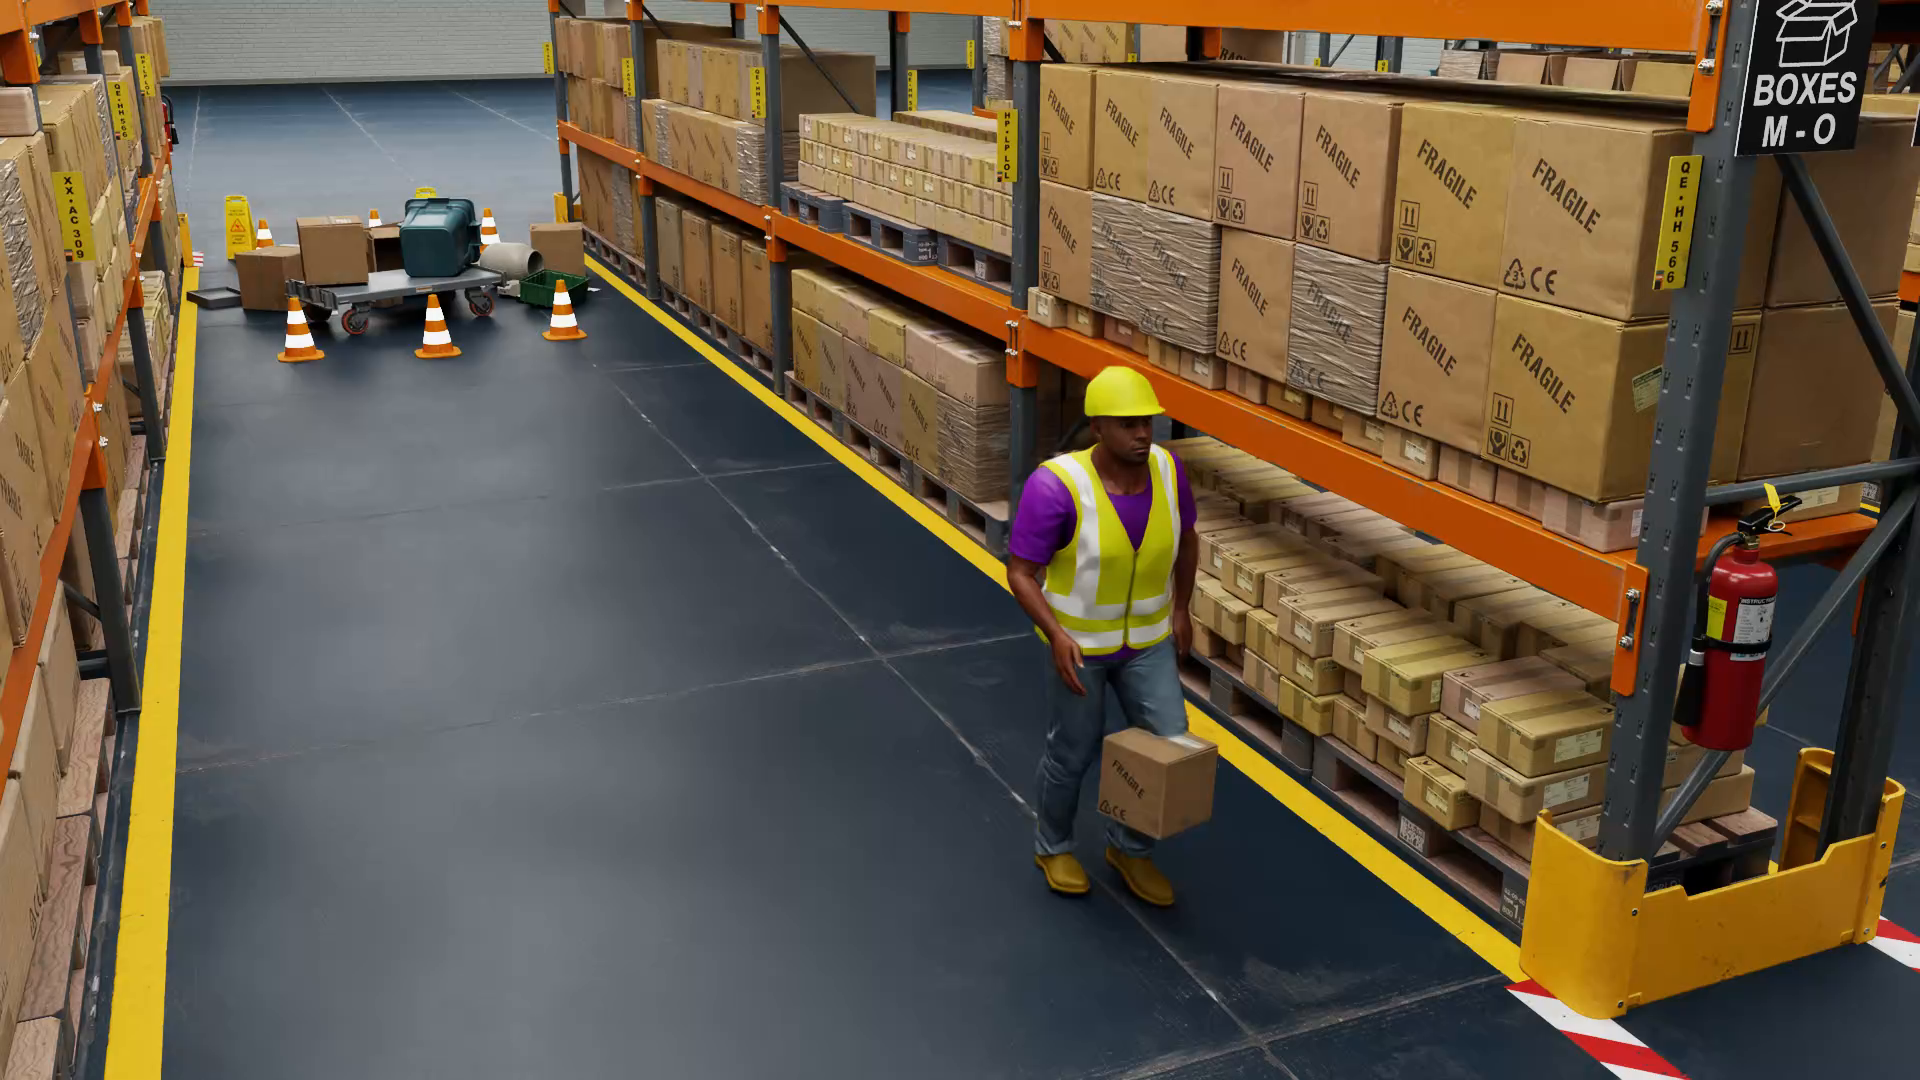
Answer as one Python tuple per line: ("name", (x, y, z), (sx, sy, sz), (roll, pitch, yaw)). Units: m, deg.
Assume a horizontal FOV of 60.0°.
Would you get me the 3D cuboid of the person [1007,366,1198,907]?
("person", (0.467, 0.314, 5.132), (0.680, 1.745, 0.590), (-7, 20, -21))
